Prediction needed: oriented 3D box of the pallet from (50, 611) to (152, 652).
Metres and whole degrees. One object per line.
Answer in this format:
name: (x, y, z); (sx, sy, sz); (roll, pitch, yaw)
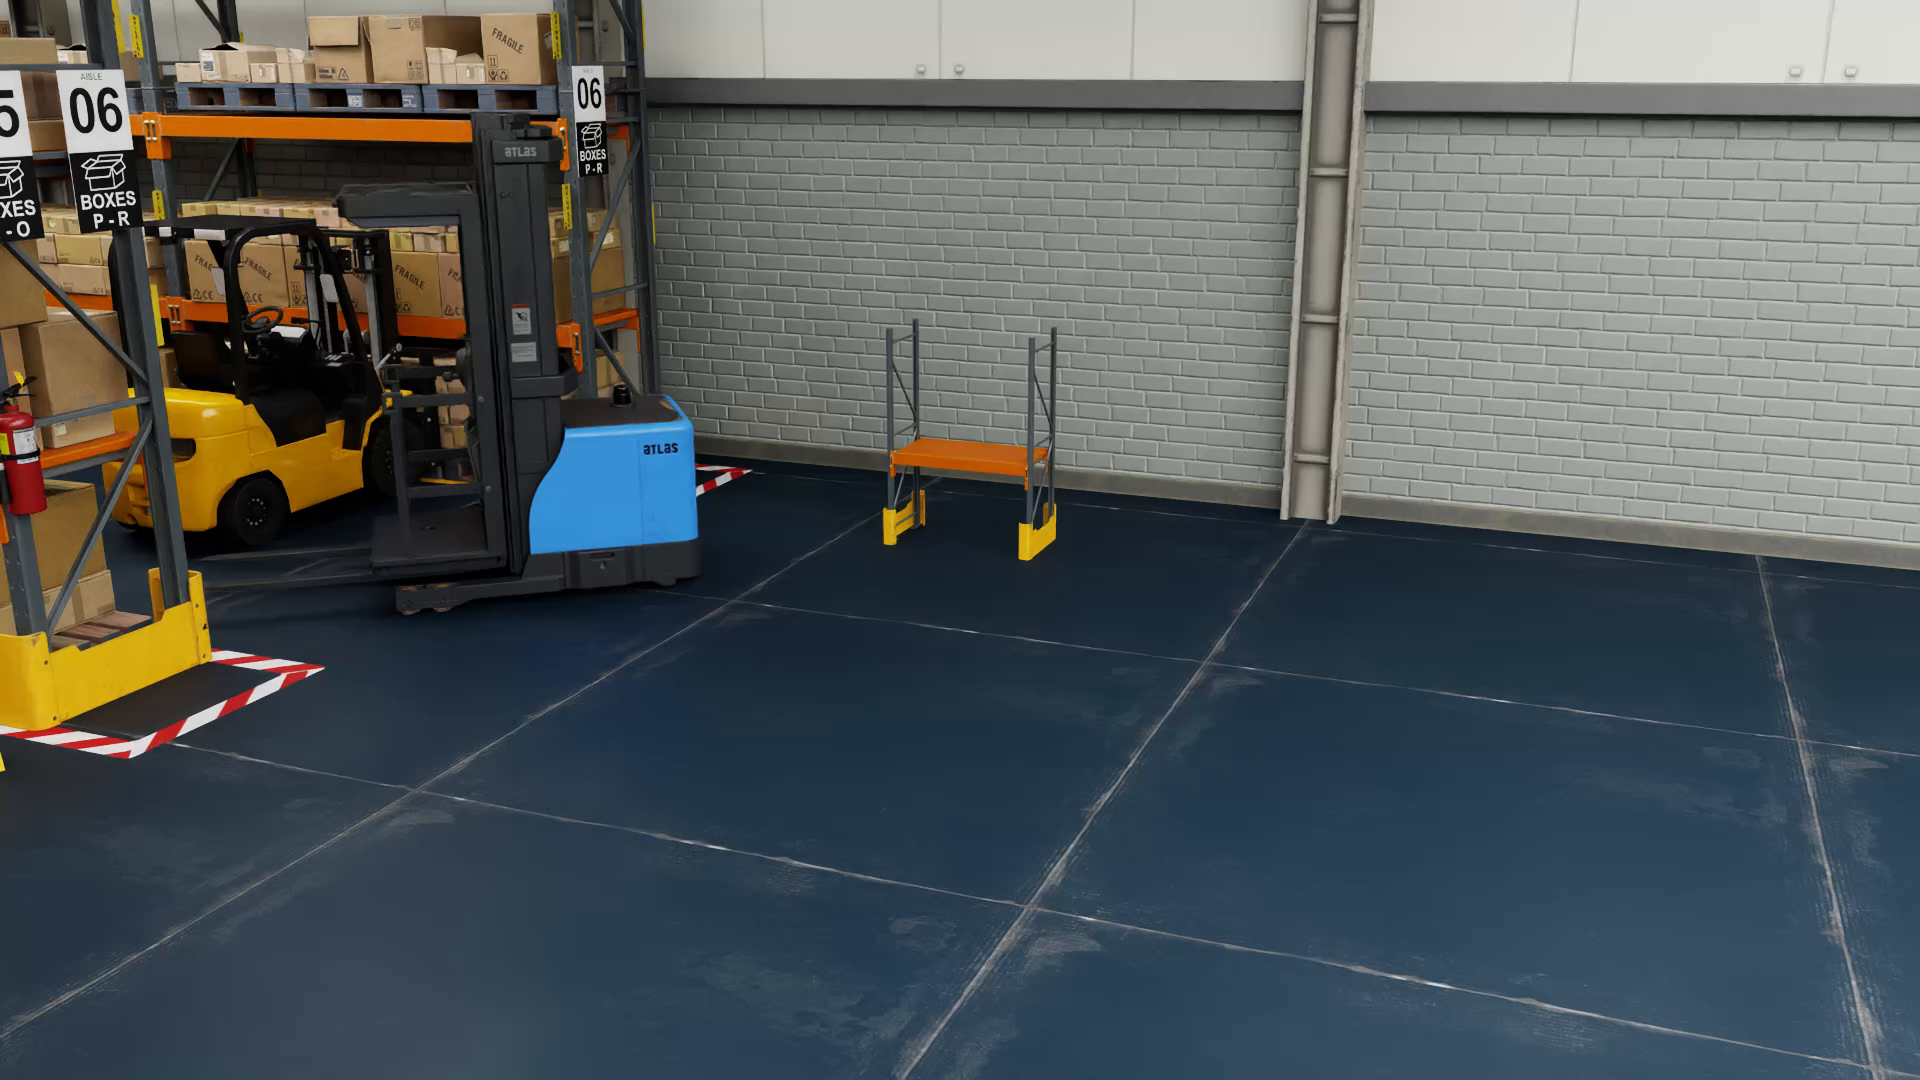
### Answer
pallet: (-5.309, 0.604, 9.216); (1.213, 0.211, 1.003); (6, 17, 21)

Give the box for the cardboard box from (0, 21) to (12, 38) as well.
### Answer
cardboard box: (-8.588, -4.238, 14.401); (0.500, 0.500, 0.500); (7, 17, 22)

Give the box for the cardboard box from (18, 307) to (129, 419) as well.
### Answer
cardboard box: (-4.834, -0.947, 8.842); (0.500, 0.500, 0.500); (6, 17, 20)

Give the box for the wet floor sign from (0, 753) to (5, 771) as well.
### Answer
wet floor sign: (-4.711, 0.792, 7.788); (0.232, 0.644, 0.267); (14, 21, 40)

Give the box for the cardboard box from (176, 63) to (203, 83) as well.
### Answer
cardboard box: (-6.093, -3.777, 13.443); (0.250, 0.149, 0.380); (7, 17, 22)

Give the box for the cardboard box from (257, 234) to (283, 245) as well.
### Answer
cardboard box: (-5.502, -2.501, 13.566); (0.250, 0.149, 0.380); (7, 17, 22)

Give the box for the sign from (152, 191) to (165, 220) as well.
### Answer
sign: (-6.589, -2.709, 13.689); (0.005, 0.325, 0.100); (6, 17, 21)

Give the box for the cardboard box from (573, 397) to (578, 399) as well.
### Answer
cardboard box: (-3.245, -1.013, 13.066); (0.500, 0.250, 0.500); (6, 17, 20)

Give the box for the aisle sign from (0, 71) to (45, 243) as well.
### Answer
aisle sign: (-4.544, -1.802, 7.839); (0.004, 0.787, 0.394); (6, 17, 21)

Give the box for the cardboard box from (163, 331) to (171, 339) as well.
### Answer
cardboard box: (-7.607, -1.526, 15.054); (0.625, 0.625, 0.875); (6, 17, 20)

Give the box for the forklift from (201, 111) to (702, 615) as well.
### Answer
forklift: (-3.235, -1.118, 10.269); (3.031, 2.935, 1.130); (-5, 17, -17)

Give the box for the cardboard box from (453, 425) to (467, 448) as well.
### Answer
cardboard box: (-3.690, -0.824, 13.310); (0.500, 0.250, 0.500); (6, 17, 21)

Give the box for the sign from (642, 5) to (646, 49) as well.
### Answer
sign: (-2.468, -3.965, 12.861); (0.005, 0.325, 0.100); (6, 17, 21)

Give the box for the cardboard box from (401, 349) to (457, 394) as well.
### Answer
cardboard box: (-4.171, -1.351, 13.331); (0.500, 0.250, 0.500); (7, 17, 21)

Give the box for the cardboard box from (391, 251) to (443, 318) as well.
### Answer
cardboard box: (-4.188, -2.061, 13.214); (0.500, 0.500, 0.500); (6, 17, 20)

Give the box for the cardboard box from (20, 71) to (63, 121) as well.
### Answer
cardboard box: (-4.865, -2.267, 8.459); (0.500, 0.250, 0.500); (6, 17, 20)

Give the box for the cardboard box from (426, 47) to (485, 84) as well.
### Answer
cardboard box: (-3.796, -3.581, 12.556); (0.258, 0.266, 0.396); (6, 17, 21)

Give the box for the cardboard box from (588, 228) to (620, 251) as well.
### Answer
cardboard box: (-2.898, -2.385, 13.165); (0.250, 0.149, 0.380); (6, 17, 19)

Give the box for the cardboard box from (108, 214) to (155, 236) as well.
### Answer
cardboard box: (-7.045, -2.691, 14.220); (0.250, 0.149, 0.380); (6, 17, 20)

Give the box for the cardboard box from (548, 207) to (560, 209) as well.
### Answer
cardboard box: (-3.394, -2.574, 13.284); (0.250, 0.149, 0.380); (7, 17, 22)

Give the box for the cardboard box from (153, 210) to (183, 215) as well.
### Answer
cardboard box: (-6.877, -2.825, 14.680); (0.250, 0.149, 0.380); (6, 17, 19)

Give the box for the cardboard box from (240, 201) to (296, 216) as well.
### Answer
cardboard box: (-5.694, -2.698, 13.711); (0.250, 0.149, 0.380); (6, 17, 20)

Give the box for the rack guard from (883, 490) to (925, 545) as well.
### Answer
rack guard: (-0.392, -0.163, 11.787); (0.087, 0.250, 0.587); (6, 17, 21)

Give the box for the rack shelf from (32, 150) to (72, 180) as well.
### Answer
rack shelf: (-6.356, -1.935, 8.869); (4.000, 0.370, 1.077); (6, 17, 21)

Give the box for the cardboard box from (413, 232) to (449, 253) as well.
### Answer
cardboard box: (-4.063, -2.350, 13.045); (0.250, 0.149, 0.380); (6, 17, 19)

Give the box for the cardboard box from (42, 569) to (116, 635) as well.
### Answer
cardboard box: (-5.144, 0.329, 9.339); (0.500, 0.250, 0.500); (6, 17, 20)

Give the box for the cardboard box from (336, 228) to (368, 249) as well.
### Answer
cardboard box: (-4.768, -2.428, 13.313); (0.250, 0.149, 0.380); (6, 17, 19)

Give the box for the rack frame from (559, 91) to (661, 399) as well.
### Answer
rack frame: (-2.678, -1.923, 12.918); (0.127, 3.000, 1.000); (6, 17, 21)

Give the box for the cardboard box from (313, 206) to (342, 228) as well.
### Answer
cardboard box: (-4.984, -2.614, 13.421); (0.250, 0.149, 0.380); (6, 17, 20)

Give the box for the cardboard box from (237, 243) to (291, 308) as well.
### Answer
cardboard box: (-5.591, -2.218, 13.755); (0.500, 0.500, 0.500); (7, 17, 22)

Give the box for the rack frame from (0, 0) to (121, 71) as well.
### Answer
rack frame: (-4.495, -3.517, 7.646); (0.127, 3.000, 1.000); (6, 17, 21)

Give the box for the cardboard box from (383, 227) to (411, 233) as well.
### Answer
cardboard box: (-4.312, -2.512, 13.071); (0.250, 0.149, 0.380); (7, 17, 22)

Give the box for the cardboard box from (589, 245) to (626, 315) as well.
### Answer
cardboard box: (-3.037, -2.094, 13.327); (0.500, 0.500, 0.500); (7, 18, 22)

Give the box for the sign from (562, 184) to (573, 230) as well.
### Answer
sign: (-2.890, -2.454, 12.244); (0.005, 0.325, 0.100); (6, 17, 21)

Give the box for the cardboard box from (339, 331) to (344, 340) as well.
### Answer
cardboard box: (-5.393, -1.646, 14.347); (0.500, 0.250, 0.500); (6, 17, 20)

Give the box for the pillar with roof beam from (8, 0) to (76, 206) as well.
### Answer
pillar with roof beam: (-10.156, -4.607, 11.401); (0.400, 9.000, 9.100); (6, 17, 21)

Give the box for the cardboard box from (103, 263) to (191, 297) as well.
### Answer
cardboard box: (-6.963, -2.244, 14.292); (0.500, 0.250, 0.500); (7, 17, 22)

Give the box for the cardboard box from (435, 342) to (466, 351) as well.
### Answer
cardboard box: (-3.983, -1.487, 13.801); (0.500, 0.250, 0.500); (6, 17, 20)

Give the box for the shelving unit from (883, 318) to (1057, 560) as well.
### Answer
shelving unit: (0.071, -0.712, 11.438); (1.083, 1.500, 0.587); (6, 17, 21)

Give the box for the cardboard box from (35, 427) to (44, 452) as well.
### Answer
cardboard box: (-4.922, -0.498, 8.458); (0.250, 0.149, 0.380); (7, 18, 22)

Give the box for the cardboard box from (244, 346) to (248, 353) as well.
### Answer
cardboard box: (-5.592, -1.508, 13.873); (0.500, 0.250, 0.500); (6, 17, 21)

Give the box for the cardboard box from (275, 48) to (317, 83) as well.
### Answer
cardboard box: (-5.129, -3.728, 13.061); (0.258, 0.266, 0.396); (6, 17, 19)

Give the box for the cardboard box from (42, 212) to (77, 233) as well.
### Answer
cardboard box: (-7.767, -2.765, 14.476); (0.250, 0.149, 0.380); (6, 17, 19)

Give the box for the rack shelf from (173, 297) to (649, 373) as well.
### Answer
rack shelf: (-4.538, -1.782, 13.723); (4.000, 0.370, 1.077); (6, 17, 21)

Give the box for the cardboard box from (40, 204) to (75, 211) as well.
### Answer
cardboard box: (-8.308, -2.968, 15.175); (0.250, 0.149, 0.380); (7, 18, 22)

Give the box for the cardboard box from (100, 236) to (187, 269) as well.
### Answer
cardboard box: (-6.949, -2.484, 14.224); (0.500, 0.250, 0.500); (6, 17, 19)

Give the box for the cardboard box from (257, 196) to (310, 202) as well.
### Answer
cardboard box: (-5.773, -2.844, 14.214); (0.250, 0.149, 0.380); (6, 17, 19)

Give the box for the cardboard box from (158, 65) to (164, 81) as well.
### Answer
cardboard box: (-7.116, -4.040, 14.346); (0.250, 0.149, 0.380); (6, 17, 21)

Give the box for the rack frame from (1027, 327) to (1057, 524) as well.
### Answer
rack frame: (0.552, -0.660, 11.255); (0.032, 1.500, 0.500); (6, 17, 21)

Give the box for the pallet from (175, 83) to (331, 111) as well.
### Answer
pallet: (-5.596, -3.650, 13.644); (1.213, 0.211, 1.003); (6, 17, 21)

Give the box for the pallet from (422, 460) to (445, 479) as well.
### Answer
pallet: (-4.535, -0.777, 13.970); (1.213, 0.211, 1.003); (6, 17, 21)
